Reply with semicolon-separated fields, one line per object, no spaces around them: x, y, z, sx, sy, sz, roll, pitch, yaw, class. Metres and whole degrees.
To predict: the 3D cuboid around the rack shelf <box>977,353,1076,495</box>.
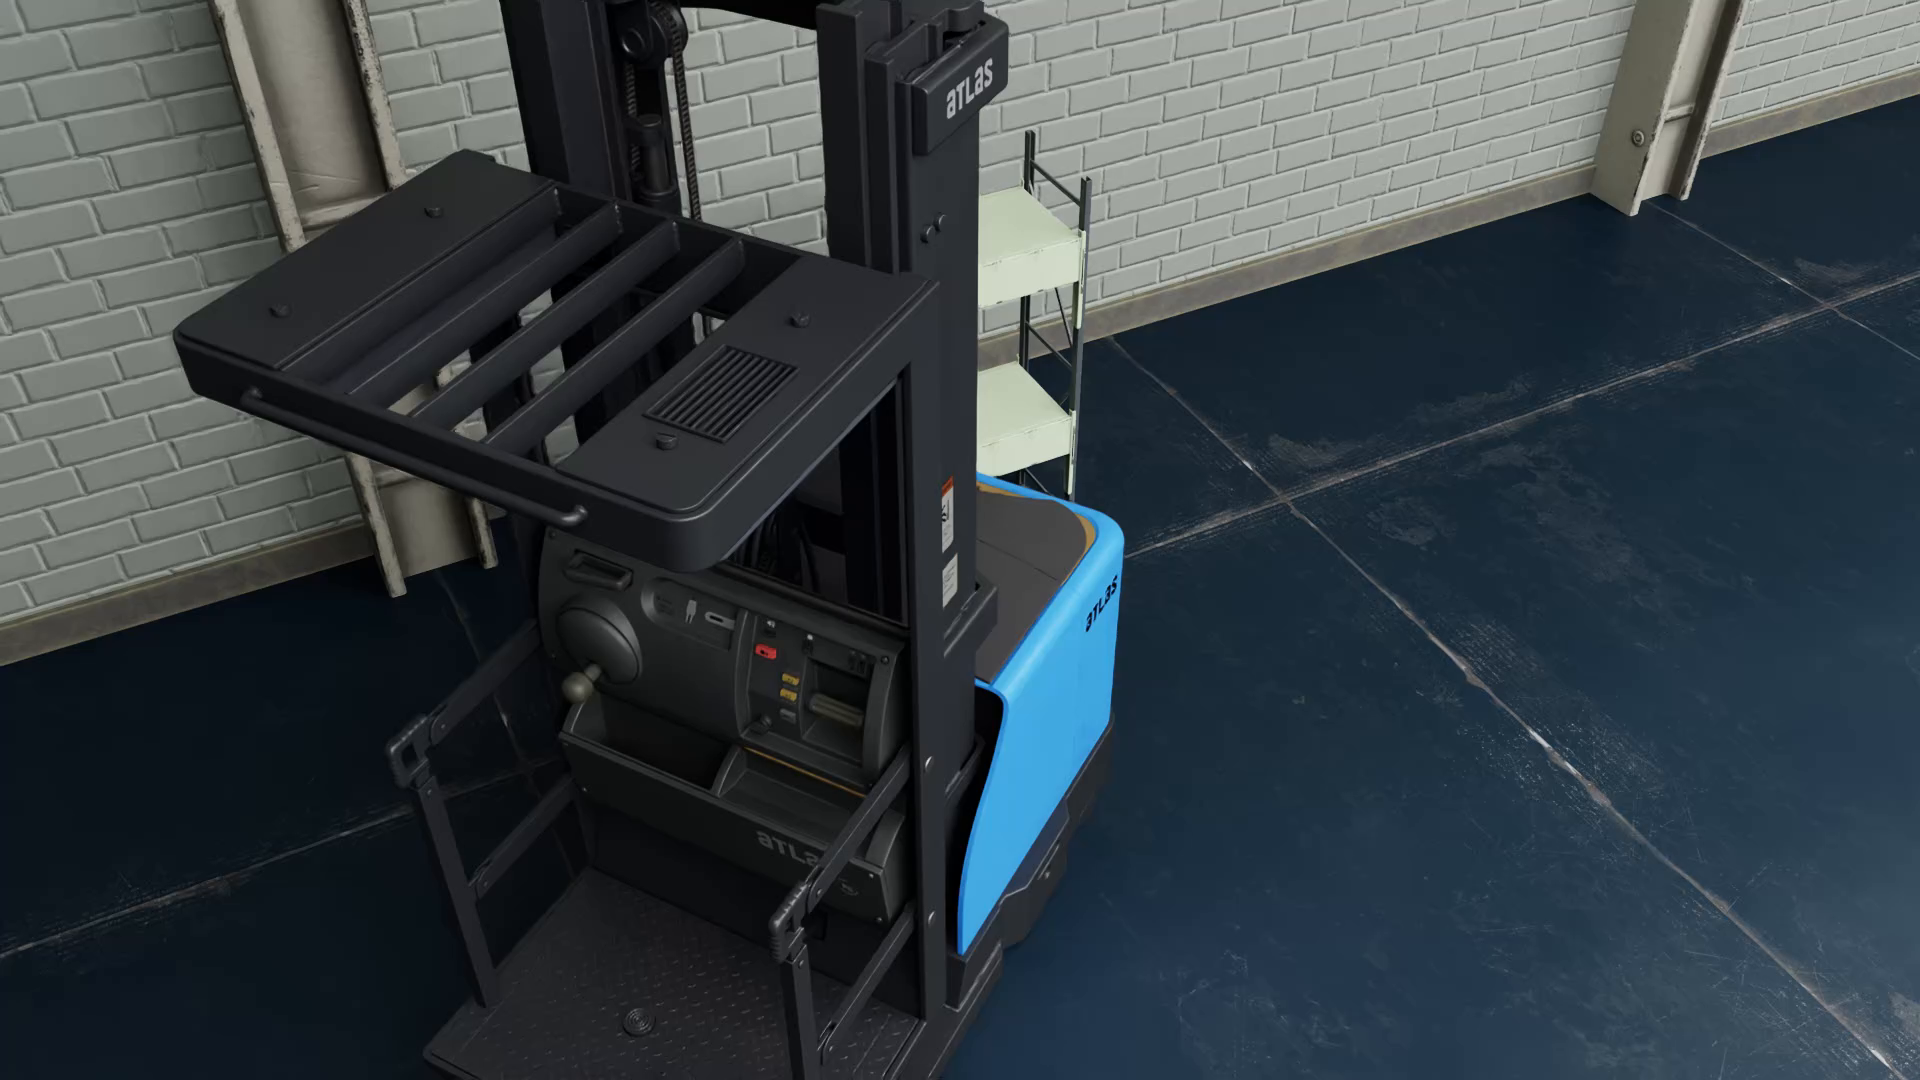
-0.006;-0.322;5.974;0.720;0.370;0.431;-19;44;-21;rack shelf

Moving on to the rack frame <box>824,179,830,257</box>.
-0.331;-0.461;5.634;0.023;1.500;0.400;-19;44;-21;rack frame

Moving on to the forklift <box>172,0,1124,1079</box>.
-0.657;0.337;3.583;1.130;2.935;3.031;19;44;21;forklift

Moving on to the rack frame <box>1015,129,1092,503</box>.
0.319;-0.680;5.892;0.023;1.500;0.400;-19;44;-21;rack frame

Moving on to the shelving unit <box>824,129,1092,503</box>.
-0.006;-0.570;5.763;0.755;1.500;0.431;-19;44;-21;shelving unit

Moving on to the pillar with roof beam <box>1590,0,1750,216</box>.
5.361;-2.696;2.469;0.400;9.000;9.100;-19;44;-21;pillar with roof beam

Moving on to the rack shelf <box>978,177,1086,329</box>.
-0.006;-0.868;5.511;0.720;0.370;0.431;-19;44;-21;rack shelf

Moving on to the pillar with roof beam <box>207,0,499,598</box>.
0.040;-0.905;0.354;0.400;9.000;9.100;-19;44;-21;pillar with roof beam
